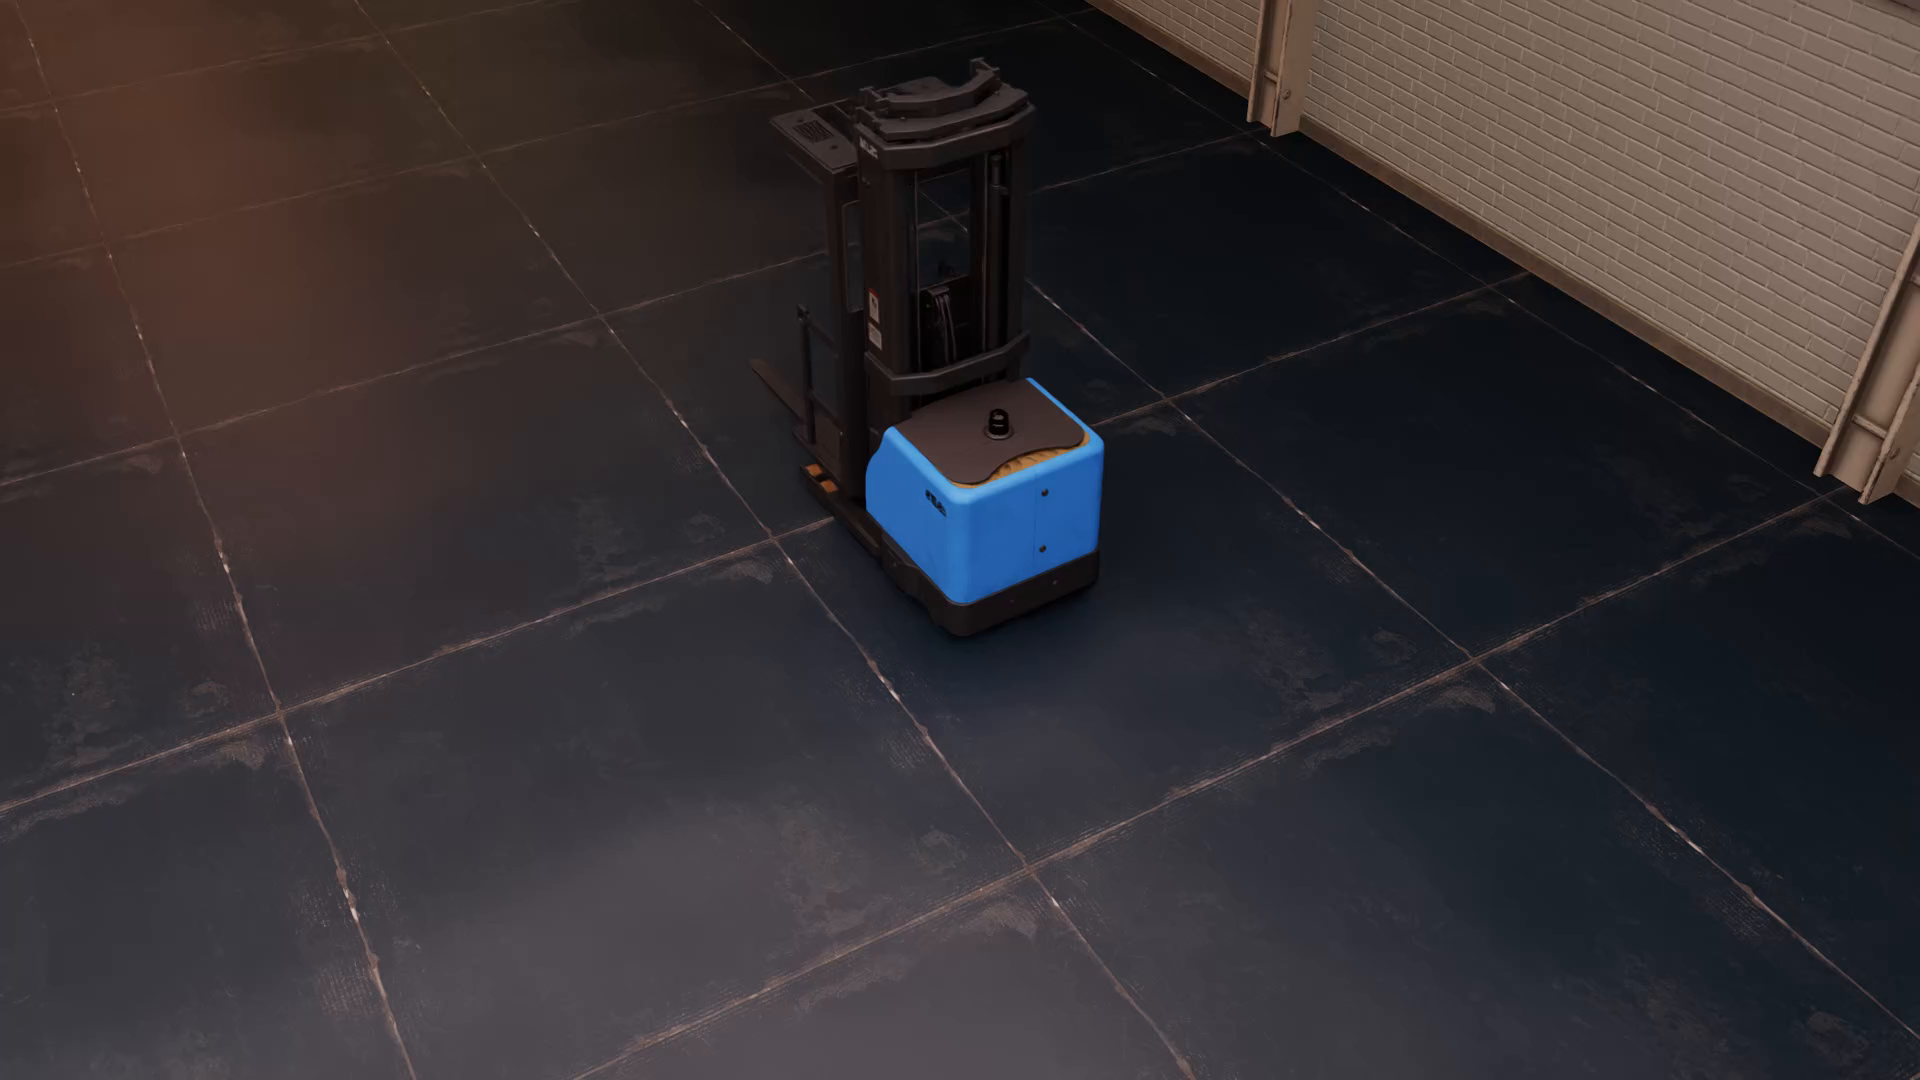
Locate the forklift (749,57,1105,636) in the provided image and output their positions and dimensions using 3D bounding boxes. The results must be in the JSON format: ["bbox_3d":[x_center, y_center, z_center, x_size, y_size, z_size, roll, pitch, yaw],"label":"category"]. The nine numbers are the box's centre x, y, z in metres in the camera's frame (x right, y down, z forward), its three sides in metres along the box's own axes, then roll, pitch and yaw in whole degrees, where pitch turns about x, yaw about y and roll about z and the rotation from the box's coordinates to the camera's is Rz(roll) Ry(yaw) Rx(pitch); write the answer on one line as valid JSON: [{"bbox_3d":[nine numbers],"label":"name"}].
[{"bbox_3d":[-0.376,-1.490,9.833,1.130,2.935,3.031,-22,44,-24],"label":"forklift"}]
